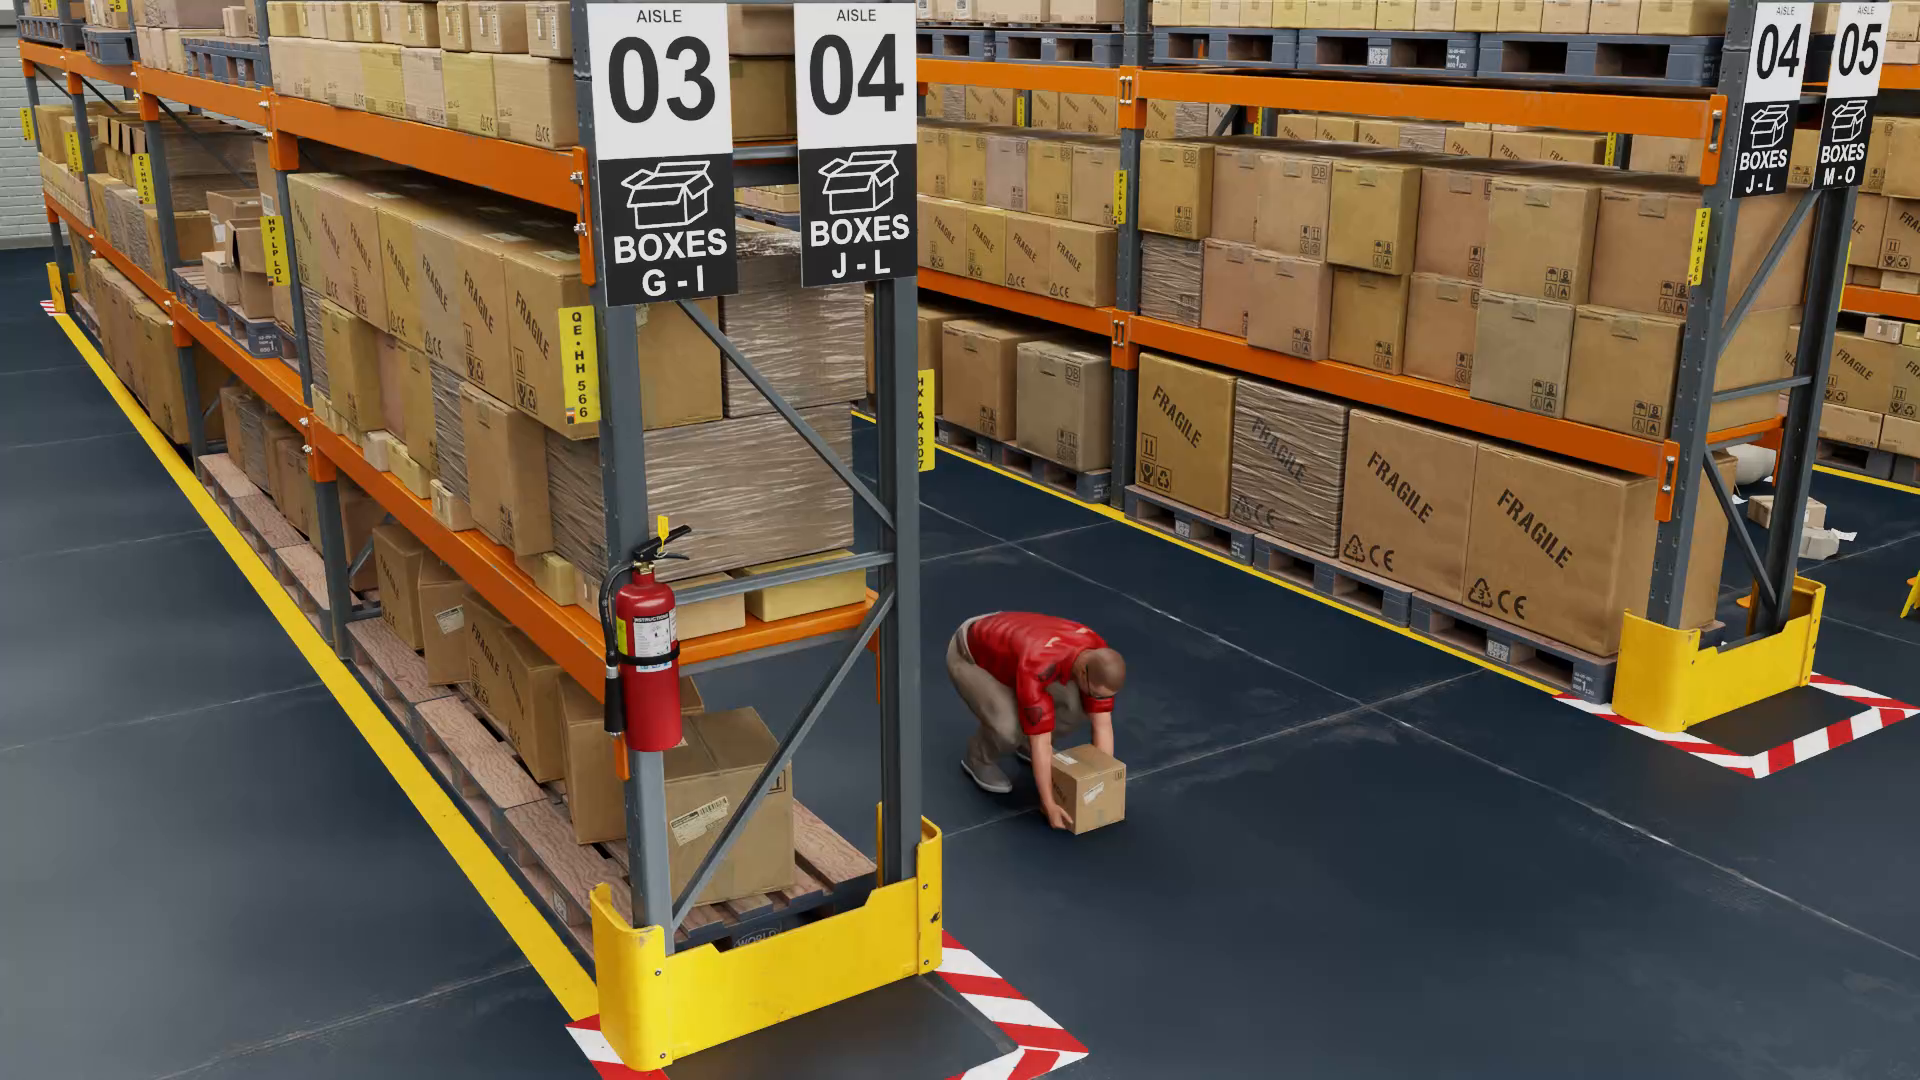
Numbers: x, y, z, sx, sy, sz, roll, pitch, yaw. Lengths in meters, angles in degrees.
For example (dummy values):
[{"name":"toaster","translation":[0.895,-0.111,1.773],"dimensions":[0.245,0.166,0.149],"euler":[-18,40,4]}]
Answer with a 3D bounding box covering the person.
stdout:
[{"name":"person","translation":[0.334,0.701,7.010],"dimensions":[0.528,0.788,0.940],"euler":[-12,22,-33]}]
